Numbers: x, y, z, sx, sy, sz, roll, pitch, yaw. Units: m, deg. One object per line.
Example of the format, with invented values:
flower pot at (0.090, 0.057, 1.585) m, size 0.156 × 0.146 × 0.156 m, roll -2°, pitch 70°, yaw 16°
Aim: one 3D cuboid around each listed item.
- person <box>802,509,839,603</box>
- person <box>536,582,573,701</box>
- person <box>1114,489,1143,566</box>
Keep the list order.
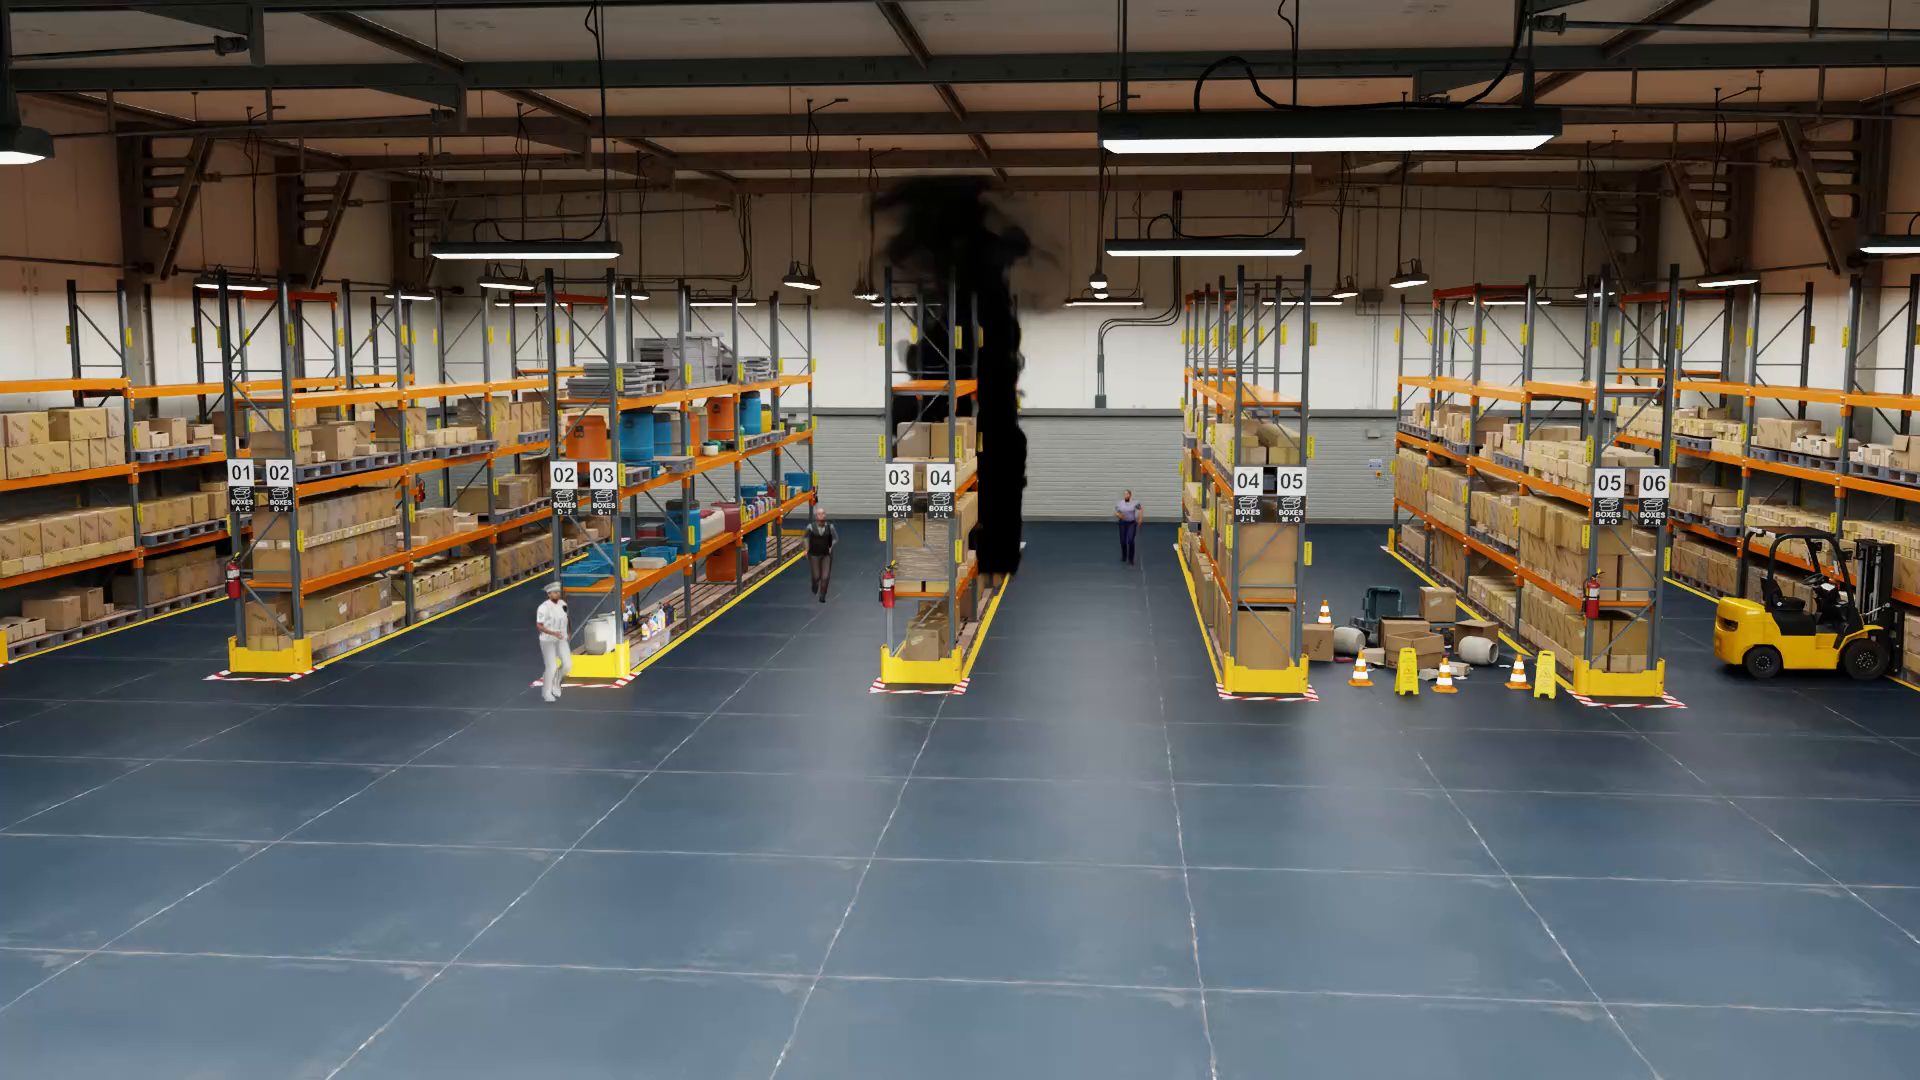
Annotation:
person at (-2.482, 0.282, 29.666) m, size 0.659 × 1.681 × 0.581 m, roll -1°, pitch 7°, yaw -8°
person at (-5.561, 1.397, 23.003) m, size 0.579 × 1.670 × 0.611 m, roll 7°, pitch 10°, yaw 43°
person at (3.717, -0.264, 36.840) m, size 0.620 × 1.705 × 0.748 m, roll 2°, pitch 7°, yaw 13°
